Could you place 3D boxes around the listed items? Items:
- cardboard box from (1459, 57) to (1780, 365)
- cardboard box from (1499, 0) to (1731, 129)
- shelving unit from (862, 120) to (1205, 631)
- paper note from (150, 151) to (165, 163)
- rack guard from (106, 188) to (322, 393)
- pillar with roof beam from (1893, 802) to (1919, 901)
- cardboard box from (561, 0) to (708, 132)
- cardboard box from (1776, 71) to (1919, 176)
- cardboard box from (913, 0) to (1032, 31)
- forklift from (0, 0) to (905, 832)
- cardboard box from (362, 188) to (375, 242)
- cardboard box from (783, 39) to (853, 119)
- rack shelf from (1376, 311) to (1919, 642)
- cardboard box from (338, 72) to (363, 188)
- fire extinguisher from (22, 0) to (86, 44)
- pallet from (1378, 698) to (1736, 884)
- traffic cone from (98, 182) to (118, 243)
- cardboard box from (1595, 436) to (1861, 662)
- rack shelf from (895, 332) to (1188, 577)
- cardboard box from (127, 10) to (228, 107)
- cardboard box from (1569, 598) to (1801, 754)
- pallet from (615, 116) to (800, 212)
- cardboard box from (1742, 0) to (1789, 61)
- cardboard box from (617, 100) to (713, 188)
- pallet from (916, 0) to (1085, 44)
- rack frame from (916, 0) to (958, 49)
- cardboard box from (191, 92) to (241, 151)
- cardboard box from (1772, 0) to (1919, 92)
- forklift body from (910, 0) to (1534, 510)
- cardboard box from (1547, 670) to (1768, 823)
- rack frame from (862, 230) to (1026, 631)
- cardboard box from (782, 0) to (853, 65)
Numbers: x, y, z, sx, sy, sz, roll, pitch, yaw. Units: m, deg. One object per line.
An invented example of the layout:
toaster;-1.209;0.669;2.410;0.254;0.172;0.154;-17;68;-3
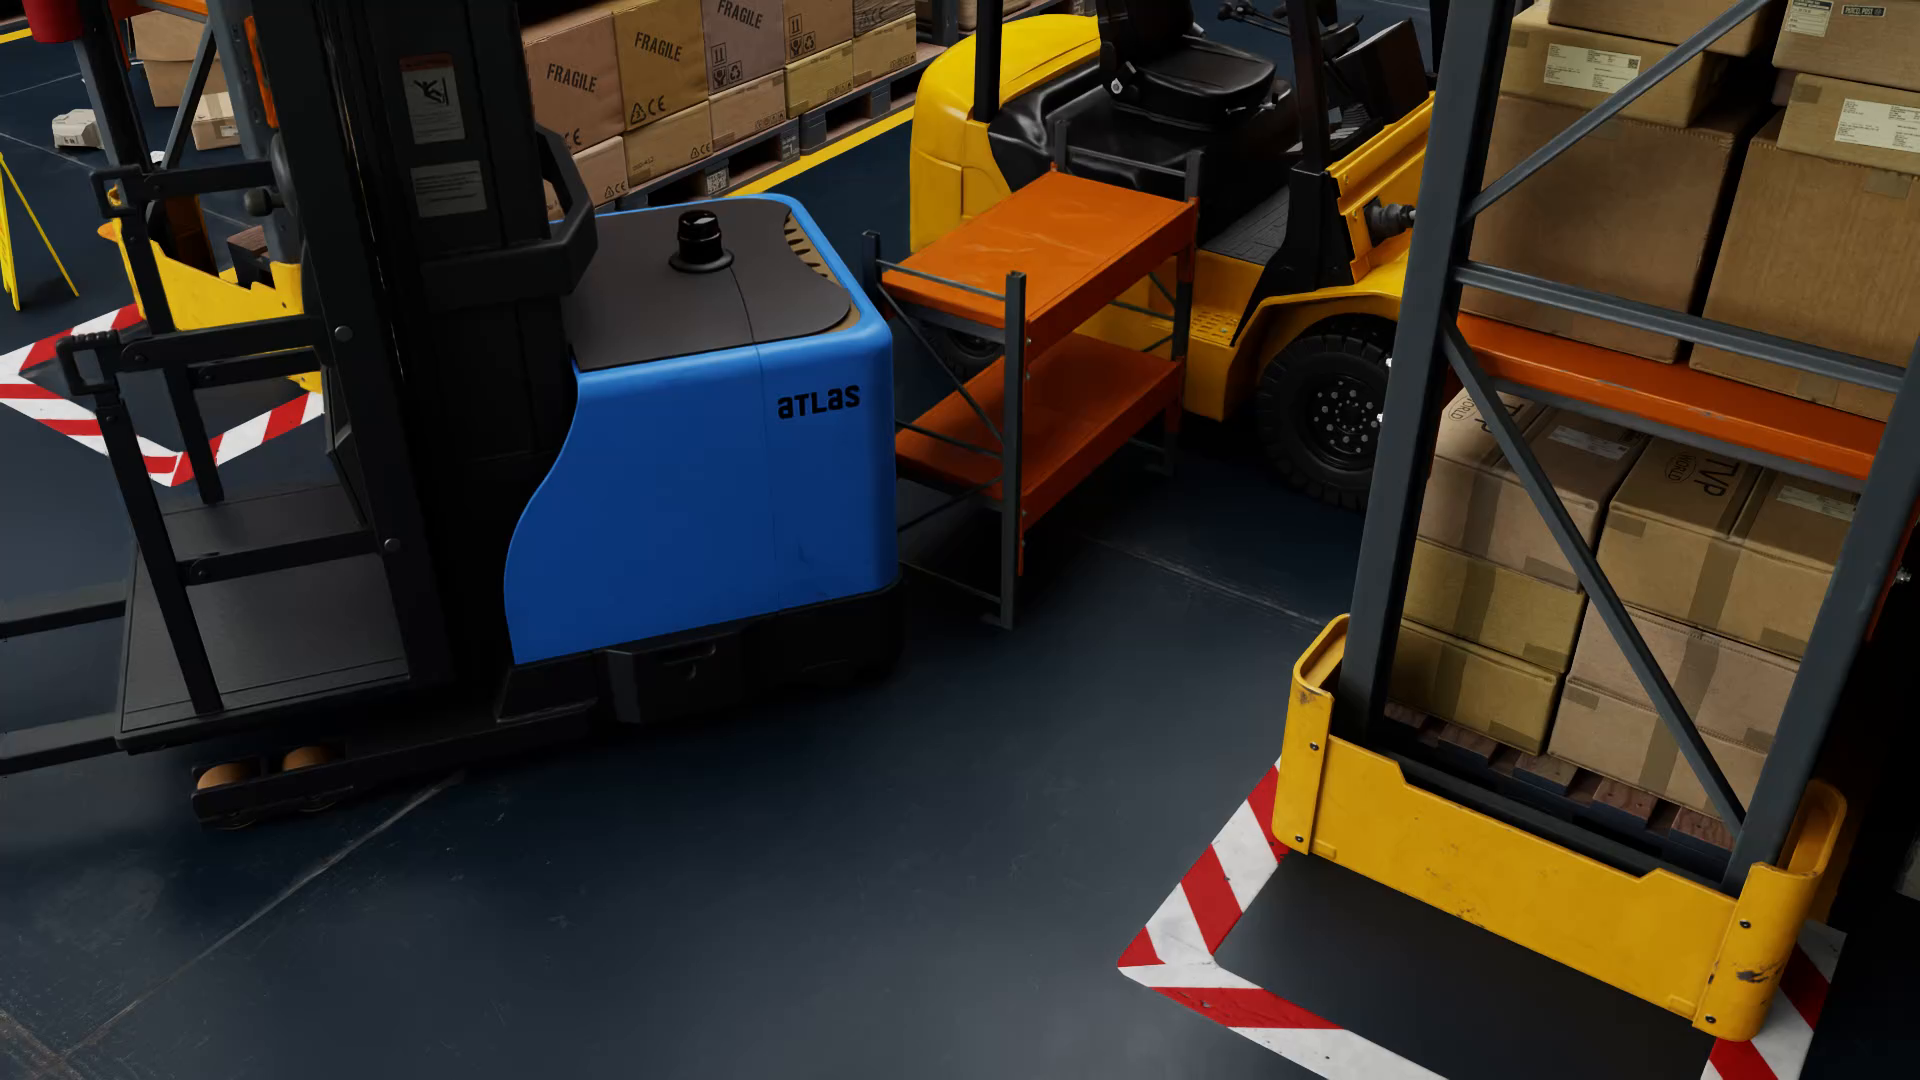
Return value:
cardboard box;1.413;-0.761;3.608;0.500;0.500;0.500;20;39;27
cardboard box;1.315;-0.968;3.336;0.380;0.149;0.250;22;40;29
shelving unit;0.232;-0.522;5.018;0.538;1.125;1.048;20;39;27
paper note;-3.828;-1.834;7.935;0.148;0.019;0.142;8;35;12
rack guard;-2.689;-0.993;6.271;1.175;0.500;0.348;21;39;28
pillar with roof beam;-1.051;-4.302;3.578;9.100;9.000;0.400;21;39;28
cardboard box;-1.445;-2.103;7.092;0.500;0.500;0.500;22;40;29
cardboard box;1.754;-0.793;3.076;0.380;0.149;0.250;20;39;27
cardboard box;-0.154;-3.161;9.218;0.950;0.372;0.625;22;40;29
forklift;-1.728;-0.822;3.848;3.031;2.935;1.130;-11;36;-16
cardboard box;-2.045;-1.311;6.590;0.500;0.250;0.500;21;39;28
cardboard box;-0.863;-2.263;7.998;0.500;0.250;0.500;20;39;27
rack shelf;2.488;-1.032;4.740;1.077;0.370;4.000;21;39;28
cardboard box;-2.032;-1.633;6.397;0.500;0.500;0.500;20;39;27
fire extinguisher;-3.176;-2.056;5.681;0.296;0.674;0.183;21;39;28
pallet;1.749;0.380;4.499;1.003;0.211;1.213;21;39;28
traffic cone;-3.547;-1.552;7.132;0.336;0.463;0.334;21;39;28
cardboard box;1.777;-0.019;3.788;0.500;0.250;0.500;21;39;28
rack shelf;0.232;-0.319;5.155;0.538;0.278;1.000;20;39;27
cardboard box;-3.810;-2.576;8.610;0.797;0.503;0.637;-3;34;-4
cardboard box;1.787;0.199;3.912;0.500;0.250;0.500;22;40;29
pallet;-1.500;-1.795;7.715;1.003;0.211;1.213;21;39;28
cardboard box;1.635;-1.195;3.672;0.380;0.149;0.250;22;40;29
cardboard box;-1.447;-1.799;7.312;0.500;0.250;0.500;24;41;31
pallet;-0.009;-3.038;9.553;1.003;0.211;1.213;21;39;28
rack frame;-0.451;-3.834;8.242;1.000;3.000;0.127;21;39;28
cardboard box;-3.645;-2.060;8.164;0.250;0.149;0.380;-15;37;-21
cardboard box;1.715;-0.929;3.012;0.380;0.149;0.250;20;39;27
forklift body;0.930;-1.513;5.567;2.313;2.155;1.214;21;39;28
cardboard box;1.789;0.392;4.072;0.500;0.250;0.500;21;40;28
rack frame;-0.047;-0.284;4.666;0.500;1.125;0.032;20;39;27
cardboard box;-0.857;-2.587;7.808;0.500;0.500;0.500;22;40;29
